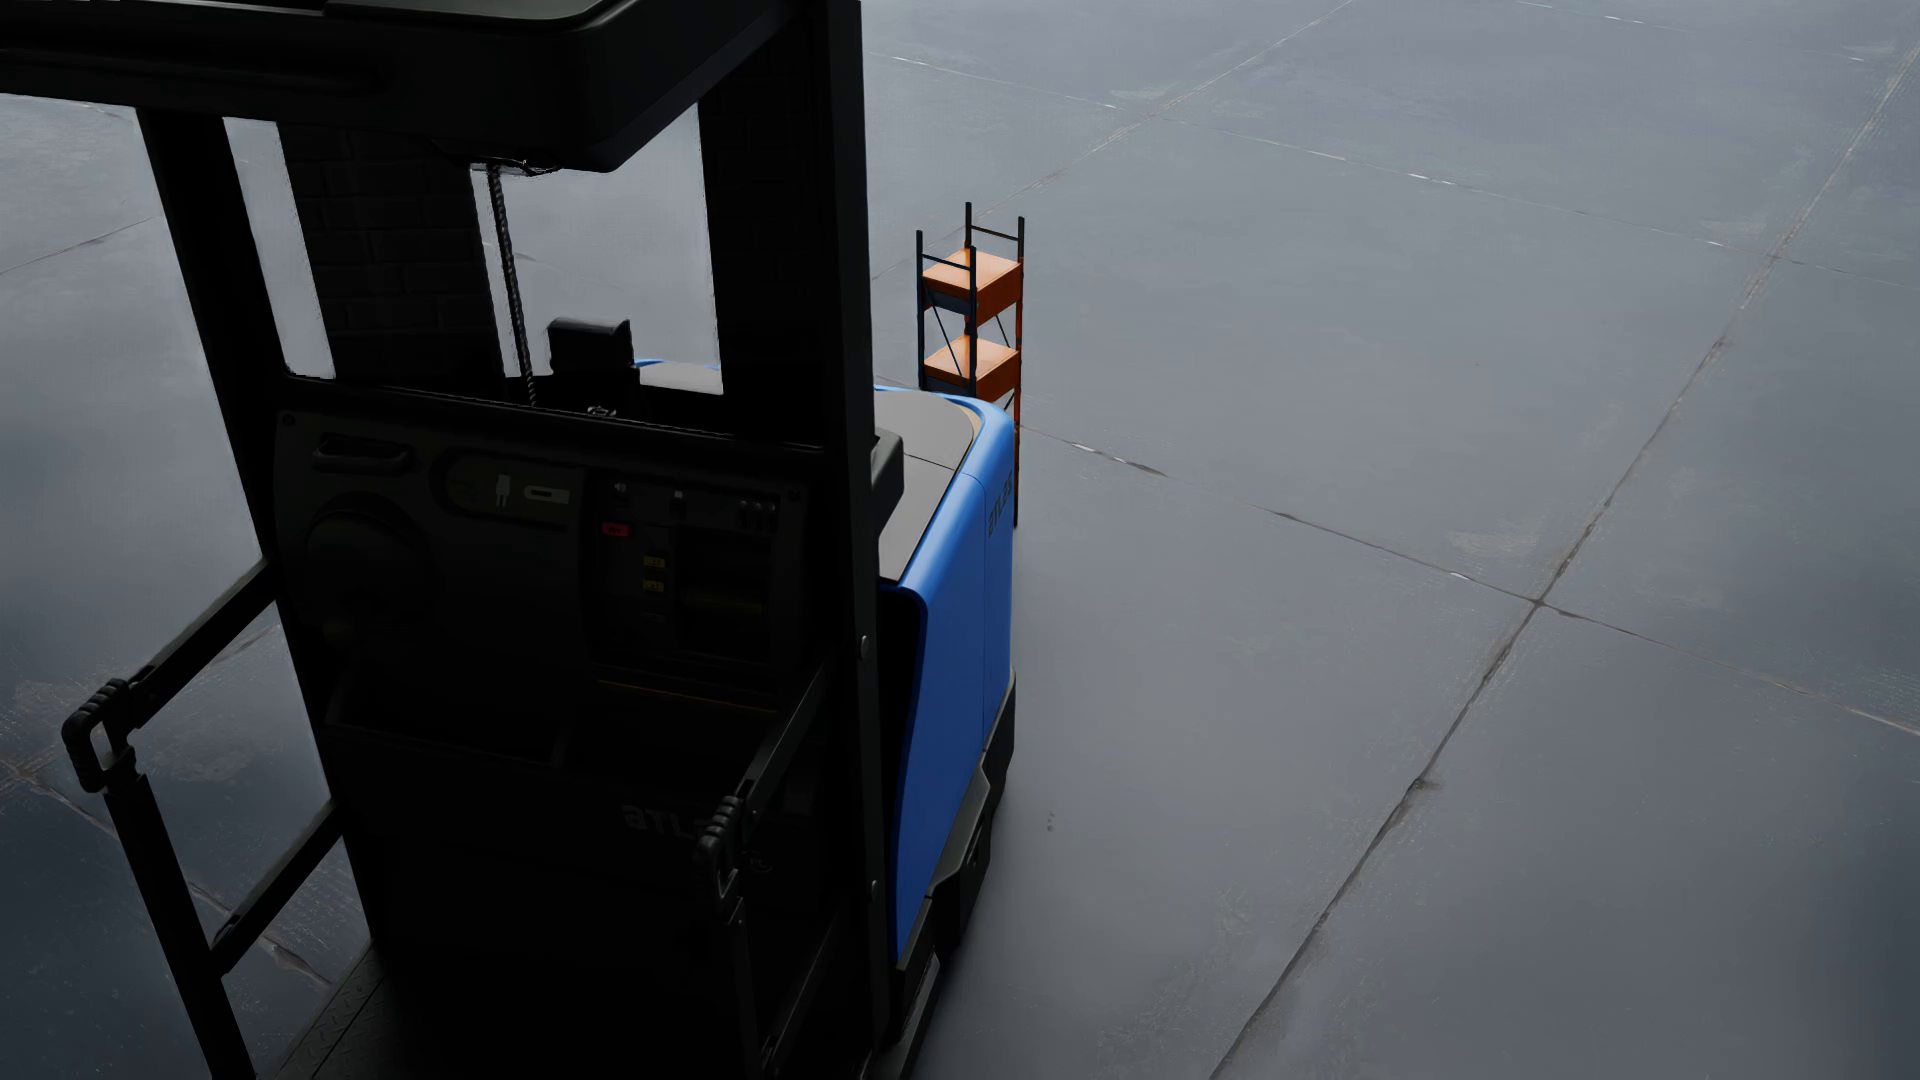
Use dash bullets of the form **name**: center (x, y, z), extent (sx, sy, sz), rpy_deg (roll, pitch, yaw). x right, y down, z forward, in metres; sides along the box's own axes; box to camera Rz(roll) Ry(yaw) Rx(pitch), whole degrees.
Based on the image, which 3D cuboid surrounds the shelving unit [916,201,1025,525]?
- **shelving unit**: center (0.031, -0.460, 4.992), extent (0.215, 1.050, 0.252), rpy_deg (21, 39, 28)

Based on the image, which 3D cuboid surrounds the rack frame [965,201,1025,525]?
- **rack frame**: center (0.100, -0.516, 5.075), extent (0.200, 1.050, 0.008), rpy_deg (21, 39, 28)

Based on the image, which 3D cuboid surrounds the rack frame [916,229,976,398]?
- **rack frame**: center (-0.039, -0.403, 4.909), extent (0.200, 1.050, 0.008), rpy_deg (21, 39, 28)

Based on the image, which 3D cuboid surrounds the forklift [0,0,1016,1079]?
- **forklift**: center (-0.739, 0.083, 2.511), extent (1.130, 2.935, 3.031), rpy_deg (9, 35, 13)

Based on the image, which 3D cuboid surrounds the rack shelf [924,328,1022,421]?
- **rack shelf**: center (0.031, -0.451, 4.998), extent (0.215, 0.259, 0.240), rpy_deg (21, 39, 28)

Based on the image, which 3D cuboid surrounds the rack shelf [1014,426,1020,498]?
- **rack shelf**: center (0.031, -0.221, 5.154), extent (0.215, 0.259, 0.240), rpy_deg (21, 39, 28)

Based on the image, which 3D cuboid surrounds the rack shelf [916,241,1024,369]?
- **rack shelf**: center (0.031, -0.686, 4.839), extent (0.215, 0.259, 0.240), rpy_deg (21, 39, 28)
